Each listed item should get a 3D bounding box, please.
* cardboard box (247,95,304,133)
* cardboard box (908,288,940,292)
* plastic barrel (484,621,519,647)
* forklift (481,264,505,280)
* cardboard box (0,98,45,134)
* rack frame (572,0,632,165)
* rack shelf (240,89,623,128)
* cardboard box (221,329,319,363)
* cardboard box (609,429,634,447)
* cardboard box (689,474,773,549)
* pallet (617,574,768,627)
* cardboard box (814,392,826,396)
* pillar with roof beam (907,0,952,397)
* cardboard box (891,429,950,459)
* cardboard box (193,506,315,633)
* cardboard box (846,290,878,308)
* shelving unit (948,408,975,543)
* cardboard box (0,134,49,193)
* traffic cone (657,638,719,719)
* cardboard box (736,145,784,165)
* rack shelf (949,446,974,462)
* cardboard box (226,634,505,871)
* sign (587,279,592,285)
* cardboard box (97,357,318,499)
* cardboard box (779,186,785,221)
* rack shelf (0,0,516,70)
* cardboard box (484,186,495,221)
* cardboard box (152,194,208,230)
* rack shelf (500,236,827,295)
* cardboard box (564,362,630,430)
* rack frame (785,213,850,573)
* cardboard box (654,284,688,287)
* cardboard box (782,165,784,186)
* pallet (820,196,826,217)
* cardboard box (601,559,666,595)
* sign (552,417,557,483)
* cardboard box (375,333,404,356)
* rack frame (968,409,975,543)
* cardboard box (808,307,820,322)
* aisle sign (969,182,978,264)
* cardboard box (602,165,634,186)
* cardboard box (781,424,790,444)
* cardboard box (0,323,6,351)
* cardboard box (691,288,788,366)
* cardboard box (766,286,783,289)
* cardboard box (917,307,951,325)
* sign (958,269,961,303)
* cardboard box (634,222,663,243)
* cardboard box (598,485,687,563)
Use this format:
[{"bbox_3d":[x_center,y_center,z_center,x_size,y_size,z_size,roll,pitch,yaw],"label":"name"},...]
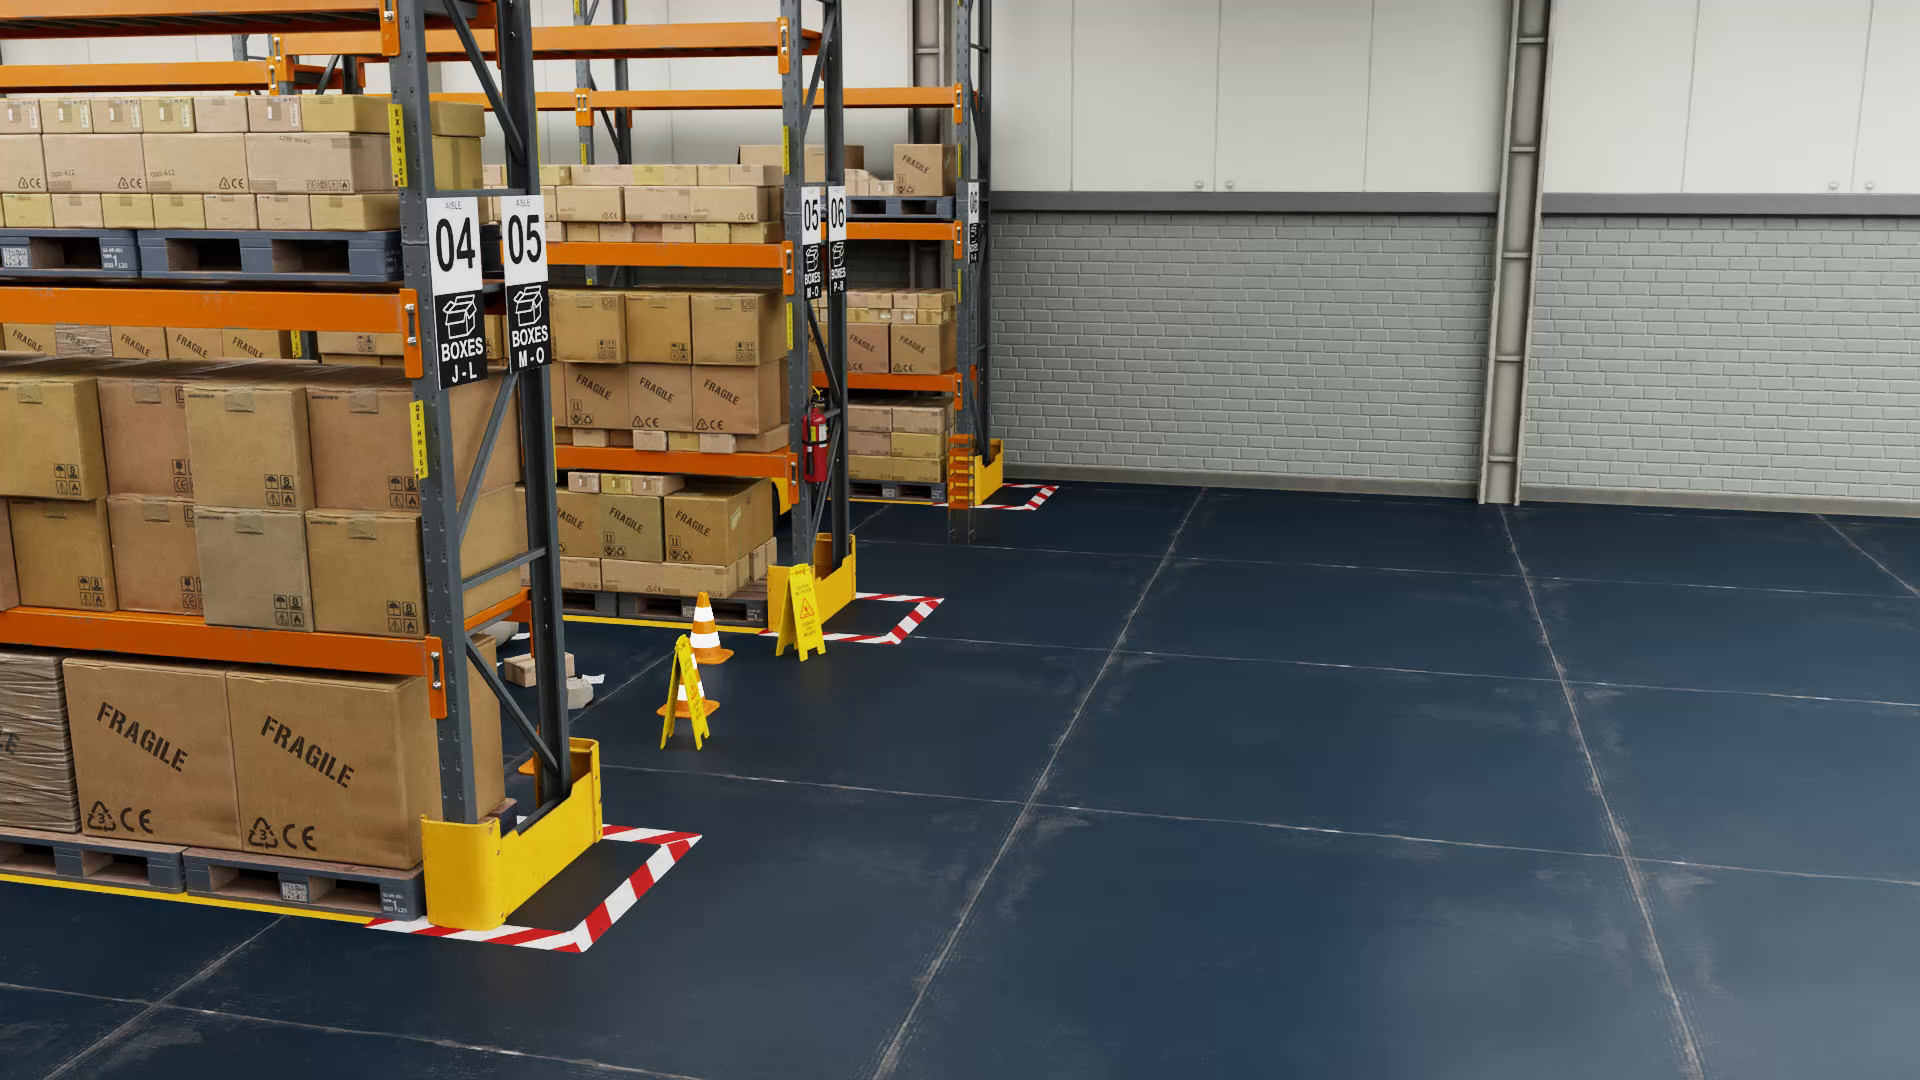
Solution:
[{"bbox_3d":[-2.782,-1.797,7.037,0.250,0.149,0.380,3,13,14],"label":"cardboard box"},{"bbox_3d":[-0.376,-2.543,17.371,0.250,0.149,0.380,4,13,15],"label":"cardboard box"},{"bbox_3d":[-3.412,0.570,11.703,0.512,0.421,0.421,-9,15,-35],"label":"plastic barrel"},{"bbox_3d":[-4.398,-1.480,15.155,1.130,2.935,3.031,-4,13,-19],"label":"forklift"},{"bbox_3d":[-4.021,-1.863,7.334,0.250,0.149,0.380,3,13,14],"label":"cardboard box"},{"bbox_3d":[-3.742,-5.079,17.367,0.127,3.000,1.000,3,13,14],"label":"rack frame"},{"bbox_3d":[-5.684,-4.637,17.957,4.000,0.370,1.077,3,13,14],"label":"rack shelf"},{"bbox_3d":[-5.431,-1.481,13.114,0.500,0.500,0.500,3,13,12],"label":"cardboard box"},{"bbox_3d":[-2.447,-0.808,12.547,0.250,0.149,0.380,3,13,14],"label":"cardboard box"},{"bbox_3d":[-1.784,-0.229,13.003,0.500,0.500,0.500,3,13,12],"label":"cardboard box"},{"bbox_3d":[-1.898,0.409,12.919,1.213,0.211,1.003,3,13,14],"label":"pallet"},{"bbox_3d":[-1.744,-1.440,17.884,0.500,0.250,0.500,3,13,12],"label":"cardboard box"},{"bbox_3d":[-1.350,-4.192,13.369,0.400,9.000,9.100,3,13,14],"label":"pillar with roof beam"},{"bbox_3d":[-0.406,-1.009,17.097,0.500,0.250,0.500,3,13,13],"label":"cardboard box"},{"bbox_3d":[-3.042,0.040,7.796,0.550,0.550,0.875,3,13,14],"label":"cardboard box"},{"bbox_3d":[-0.988,-2.471,17.045,0.250,0.149,0.380,3,13,14],"label":"cardboard box"},{"bbox_3d":[0.014,-0.585,15.117,0.189,1.200,0.258,3,13,14],"label":"shelving unit"},{"bbox_3d":[-4.136,-1.688,7.468,0.500,0.250,0.500,3,13,14],"label":"cardboard box"},{"bbox_3d":[-1.706,0.840,10.397,0.334,0.463,0.336,3,13,14],"label":"traffic cone"},{"bbox_3d":[-1.876,-3.796,17.069,0.637,0.503,0.797,3,13,15],"label":"cardboard box"},{"bbox_3d":[0.014,-0.776,15.074,0.180,0.103,0.258,3,13,14],"label":"rack shelf"},{"bbox_3d":[-2.806,0.958,7.941,0.875,0.875,0.875,3,13,14],"label":"cardboard box"},{"bbox_3d":[-3.862,-2.562,17.384,0.005,0.325,0.100,3,13,14],"label":"sign"},{"bbox_3d":[-3.550,-0.547,7.952,0.550,0.550,0.875,3,13,14],"label":"cardboard box"},{"bbox_3d":[-1.468,-2.517,12.405,0.500,0.250,0.500,3,13,13],"label":"cardboard box"},{"bbox_3d":[-4.074,-2.339,7.600,4.000,0.370,1.077,3,13,14],"label":"rack shelf"},{"bbox_3d":[-3.580,-2.509,12.367,0.500,0.250,0.500,3,13,14],"label":"cardboard box"},{"bbox_3d":[-3.275,-1.434,7.242,0.250,0.149,0.380,3,13,14],"label":"cardboard box"},{"bbox_3d":[-2.986,-2.116,12.597,4.000,0.370,1.077,3,13,14],"label":"rack shelf"},{"bbox_3d":[-2.607,-1.117,12.441,0.500,0.500,0.500,3,13,13],"label":"cardboard box"},{"bbox_3d":[-1.044,-0.899,12.376,0.127,3.000,1.000,3,13,14],"label":"rack frame"},{"bbox_3d":[-3.126,-2.686,18.018,0.250,0.149,0.380,3,13,12],"label":"cardboard box"},{"bbox_3d":[-1.340,-2.691,12.268,0.250,0.149,0.380,3,13,13],"label":"cardboard box"},{"bbox_3d":[-1.727,-3.469,17.240,1.213,0.211,1.003,3,13,14],"label":"pallet"},{"bbox_3d":[-2.394,0.225,12.691,0.500,0.250,0.500,3,13,14],"label":"cardboard box"},{"bbox_3d":[-1.993,-0.430,8.083,0.005,0.325,0.100,3,13,14],"label":"sign"},{"bbox_3d":[-4.062,-1.689,12.712,0.500,0.500,0.700,3,13,14],"label":"cardboard box"},{"bbox_3d":[0.103,-0.580,15.095,0.006,1.200,0.240,3,13,14],"label":"rack frame"},{"bbox_3d":[-1.513,-2.329,17.093,0.250,0.149,0.380,3,13,14],"label":"cardboard box"},{"bbox_3d":[0.135,-3.147,16.506,0.004,0.787,0.394,3,13,14],"label":"aisle sign"},{"bbox_3d":[-2.406,-2.654,12.102,0.250,0.149,0.380,3,13,14],"label":"cardboard box"},{"bbox_3d":[-1.324,-0.837,12.679,0.250,0.149,0.380,3,13,14],"label":"cardboard box"},{"bbox_3d":[-7.922,-1.615,13.719,0.500,0.500,0.500,4,13,16],"label":"cardboard box"},{"bbox_3d":[-1.592,-1.562,12.137,0.500,0.500,0.700,3,13,12],"label":"cardboard box"},{"bbox_3d":[-1.886,-2.615,17.697,0.250,0.149,0.380,3,13,15],"label":"cardboard box"},{"bbox_3d":[-0.262,-2.267,16.816,0.250,0.149,0.380,3,13,14],"label":"cardboard box"},{"bbox_3d":[-0.002,-2.510,16.420,0.005,0.325,0.100,3,13,14],"label":"sign"},{"bbox_3d":[-2.187,-2.254,12.141,0.250,0.149,0.380,3,13,14],"label":"cardboard box"},{"bbox_3d":[-2.392,-0.141,12.606,0.500,0.500,0.500,4,13,16],"label":"cardboard box"}]
